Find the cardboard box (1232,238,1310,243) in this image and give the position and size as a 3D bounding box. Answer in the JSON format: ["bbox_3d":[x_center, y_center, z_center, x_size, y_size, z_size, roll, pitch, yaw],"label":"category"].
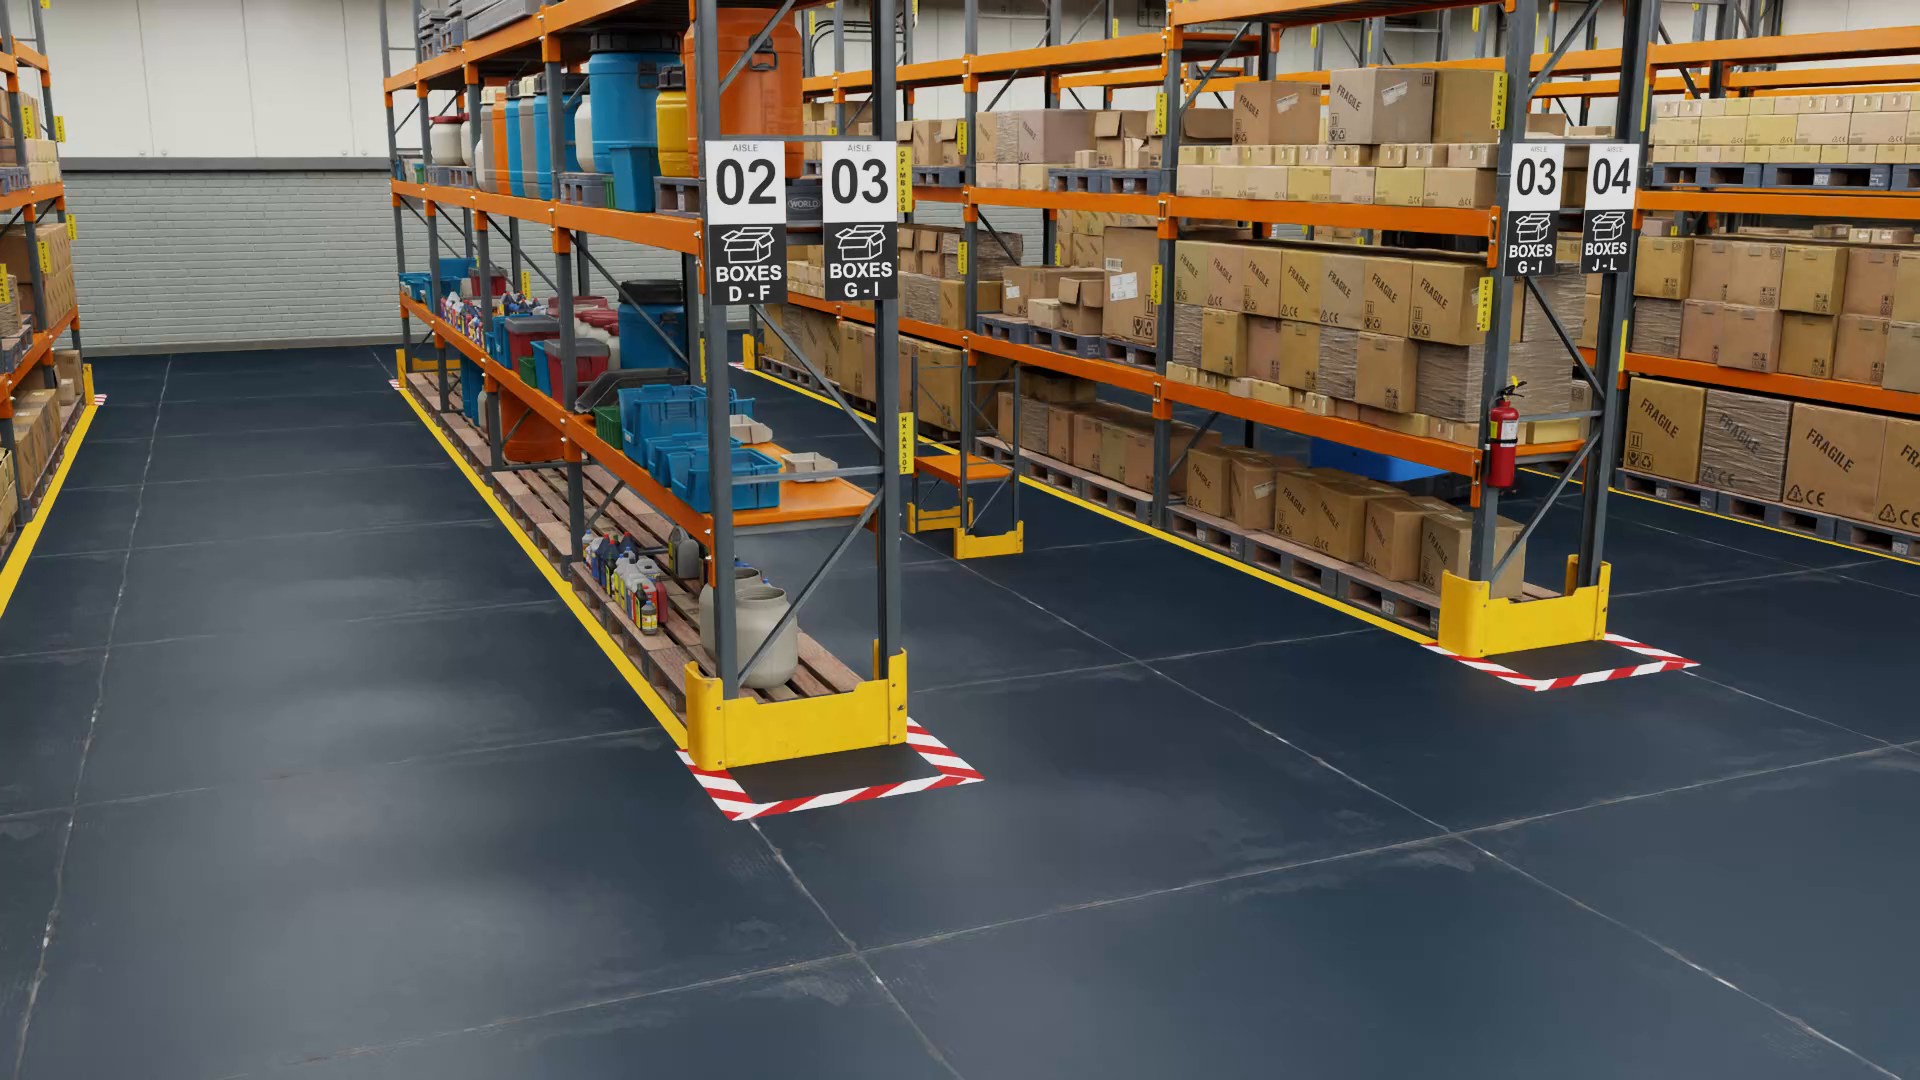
[{"bbox_3d":[2.568,-2.215,13.689,0.500,0.500,0.500,-6,14,-23],"label":"cardboard box"}]

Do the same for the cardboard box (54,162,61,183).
[{"bbox_3d":[-11.302,-4.494,20.313,0.500,0.250,0.500,-6,14,-23],"label":"cardboard box"}]

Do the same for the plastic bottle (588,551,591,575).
[{"bbox_3d":[-2.595,0.141,11.837,0.097,0.201,0.097,0,13,0],"label":"plastic bottle"}]

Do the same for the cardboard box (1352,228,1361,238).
[{"bbox_3d":[6.767,-5.176,27.142,0.500,0.500,0.500,-6,14,-23],"label":"cardboard box"}]

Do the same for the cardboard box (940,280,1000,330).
[{"bbox_3d":[0.109,-2.557,18.044,0.500,0.500,0.500,-5,14,-21],"label":"cardboard box"}]

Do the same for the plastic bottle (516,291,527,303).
[{"bbox_3d":[-4.865,-2.585,18.497,0.144,0.351,0.185,-6,14,-23],"label":"plastic bottle"}]

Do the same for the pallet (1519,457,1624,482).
[{"bbox_3d":[6.343,-0.824,16.960,1.003,0.211,1.213,-6,14,-23],"label":"pallet"}]

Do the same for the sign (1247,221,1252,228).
[{"bbox_3d":[4.023,-4.297,23.217,0.100,0.325,0.005,-6,14,-23],"label":"sign"}]

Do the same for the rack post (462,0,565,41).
[{"bbox_3d":[-3.270,-4.574,13.234,1.013,1.000,3.121,-6,14,-23],"label":"rack post"}]

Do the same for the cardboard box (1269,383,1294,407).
[{"bbox_3d":[2.559,-1.100,12.526,0.380,0.149,0.250,-6,14,-23],"label":"cardboard box"}]

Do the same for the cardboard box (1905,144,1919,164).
[{"bbox_3d":[7.575,-2.991,12.892,0.380,0.149,0.250,-5,14,-22],"label":"cardboard box"}]

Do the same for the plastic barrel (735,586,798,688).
[{"bbox_3d":[-1.134,0.550,9.428,0.421,0.512,0.421,0,13,0],"label":"plastic barrel"}]

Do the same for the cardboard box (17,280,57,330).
[{"bbox_3d":[-10.102,-2.540,17.970,0.500,0.500,0.500,-5,14,-21],"label":"cardboard box"}]

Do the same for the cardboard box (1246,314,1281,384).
[{"bbox_3d":[2.720,-1.497,12.803,0.875,0.500,0.500,-6,14,-23],"label":"cardboard box"}]

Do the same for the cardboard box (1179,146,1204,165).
[{"bbox_3d":[1.984,-3.090,13.365,0.380,0.149,0.250,-6,14,-25],"label":"cardboard box"}]

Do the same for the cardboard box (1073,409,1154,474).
[{"bbox_3d":[1.511,-0.944,15.862,0.700,0.500,0.500,-7,15,-28],"label":"cardboard box"}]

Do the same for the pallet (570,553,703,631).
[{"bbox_3d":[-2.172,0.346,11.907,1.003,0.211,1.213,-6,14,-23],"label":"pallet"}]

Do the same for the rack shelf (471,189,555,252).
[{"bbox_3d":[-3.204,-2.679,13.736,1.077,0.370,4.000,-6,14,-23],"label":"rack shelf"}]

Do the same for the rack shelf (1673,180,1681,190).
[{"bbox_3d":[8.812,-4.848,23.108,1.077,0.370,4.000,-6,14,-23],"label":"rack shelf"}]

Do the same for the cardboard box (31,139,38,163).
[{"bbox_3d":[-10.316,-4.219,18.019,0.500,0.250,0.500,-6,14,-23],"label":"cardboard box"}]

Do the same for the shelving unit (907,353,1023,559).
[{"bbox_3d":[0.031,-0.715,13.633,0.587,1.500,1.083,-6,14,-23],"label":"shelving unit"}]

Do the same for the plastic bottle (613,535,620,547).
[{"bbox_3d":[-2.425,0.114,11.774,0.061,0.283,0.133,-6,14,-23],"label":"plastic bottle"}]

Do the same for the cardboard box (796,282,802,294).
[{"bbox_3d":[-2.006,-3.432,22.602,0.380,0.149,0.250,-6,14,-24],"label":"cardboard box"}]

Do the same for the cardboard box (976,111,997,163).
[{"bbox_3d":[0.486,-4.062,16.786,0.500,0.500,0.500,-5,14,-22],"label":"cardboard box"}]

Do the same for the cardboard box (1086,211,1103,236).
[{"bbox_3d":[2.246,-4.860,25.116,0.500,0.500,0.500,-6,14,-24],"label":"cardboard box"}]

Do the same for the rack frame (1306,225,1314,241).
[{"bbox_3d":[6.409,-4.977,28.721,1.000,3.000,0.127,-6,14,-23],"label":"rack frame"}]

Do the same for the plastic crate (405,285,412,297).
[{"bbox_3d":[-7.088,-3.240,21.670,0.250,0.136,0.298,-6,14,-23],"label":"plastic crate"}]

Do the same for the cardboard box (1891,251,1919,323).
[{"bbox_3d":[7.905,-1.988,13.079,0.875,0.550,0.550,-6,14,-23],"label":"cardboard box"}]

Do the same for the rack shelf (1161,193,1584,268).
[{"bbox_3d":[2.937,-2.300,12.099,1.077,0.370,4.000,-6,14,-23],"label":"rack shelf"}]

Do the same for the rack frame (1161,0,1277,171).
[{"bbox_3d":[2.136,-4.525,13.465,1.000,3.000,0.127,-6,14,-23],"label":"rack frame"}]

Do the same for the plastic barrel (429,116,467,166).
[{"bbox_3d":[-5.626,-4.409,18.381,0.433,0.535,0.433,0,13,0],"label":"plastic barrel"}]

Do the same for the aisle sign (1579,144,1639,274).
[{"bbox_3d":[4.038,-2.057,10.339,0.394,0.787,0.004,-6,14,-23],"label":"aisle sign"}]

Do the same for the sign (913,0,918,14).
[{"bbox_3d":[-0.576,-6.723,20.714,0.100,0.325,0.005,-6,14,-23],"label":"sign"}]

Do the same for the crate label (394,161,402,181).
[{"bbox_3d":[-7.136,-4.803,21.649,0.408,0.251,0.502,-6,14,-23],"label":"crate label"}]

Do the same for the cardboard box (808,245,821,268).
[{"bbox_3d":[-1.695,-3.867,21.936,0.500,0.500,0.500,-5,14,-22],"label":"cardboard box"}]

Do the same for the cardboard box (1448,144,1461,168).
[{"bbox_3d":[3.344,-2.452,10.608,0.380,0.149,0.250,-6,14,-25],"label":"cardboard box"}]

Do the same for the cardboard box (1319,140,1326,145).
[{"bbox_3d":[4.445,-4.563,20.060,0.500,0.500,0.500,-6,14,-23],"label":"cardboard box"}]

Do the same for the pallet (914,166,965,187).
[{"bbox_3d":[0.227,-3.926,17.949,1.213,0.211,1.003,-5,14,-20],"label":"pallet"}]

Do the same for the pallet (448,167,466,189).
[{"bbox_3d":[-4.747,-3.790,17.360,1.003,0.211,1.213,-6,14,-23],"label":"pallet"}]

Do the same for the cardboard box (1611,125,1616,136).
[{"bbox_3d":[9.043,-5.226,21.992,0.700,0.500,0.500,-6,15,-26],"label":"cardboard box"}]

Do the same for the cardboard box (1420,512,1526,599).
[{"bbox_3d":[3.503,0.107,11.369,0.500,0.500,0.500,-3,13,-13],"label":"cardboard box"}]

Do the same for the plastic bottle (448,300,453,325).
[{"bbox_3d":[-5.603,-2.513,18.361,0.097,0.271,0.097,0,13,0],"label":"plastic bottle"}]

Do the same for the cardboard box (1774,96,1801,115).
[{"bbox_3d":[7.066,-3.642,13.935,0.380,0.149,0.250,-6,14,-23],"label":"cardboard box"}]

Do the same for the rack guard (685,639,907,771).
[{"bbox_3d":[-0.874,0.878,8.969,1.175,0.500,0.348,-6,14,-23],"label":"rack guard"}]

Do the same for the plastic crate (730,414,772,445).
[{"bbox_3d":[-1.520,-0.714,10.887,0.530,0.136,0.437,-6,14,-23],"label":"plastic crate"}]

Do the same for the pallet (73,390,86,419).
[{"bbox_3d":[-11.399,-1.649,20.526,1.003,0.211,1.213,-6,14,-23],"label":"pallet"}]

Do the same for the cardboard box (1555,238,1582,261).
[{"bbox_3d":[6.309,-2.774,16.762,0.700,0.500,0.500,-6,14,-24],"label":"cardboard box"}]

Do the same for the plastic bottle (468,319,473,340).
[{"bbox_3d":[-4.953,-2.144,16.920,0.097,0.201,0.097,0,13,0],"label":"plastic bottle"}]

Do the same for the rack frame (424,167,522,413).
[{"bbox_3d":[-5.607,-2.808,19.350,1.000,3.000,0.127,-6,14,-23],"label":"rack frame"}]

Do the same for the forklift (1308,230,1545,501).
[{"bbox_3d":[4.707,-1.931,15.712,3.031,2.935,1.130,-10,16,-37],"label":"forklift"}]

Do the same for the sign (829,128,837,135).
[{"bbox_3d":[-1.577,-4.957,20.659,0.100,0.325,0.005,-6,14,-23],"label":"sign"}]

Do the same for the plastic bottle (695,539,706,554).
[{"bbox_3d":[-1.804,0.068,11.824,0.144,0.351,0.185,-6,15,-26],"label":"plastic bottle"}]

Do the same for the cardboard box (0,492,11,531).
[{"bbox_3d":[-7.901,-0.207,13.279,0.500,0.250,0.500,-6,14,-24],"label":"cardboard box"}]

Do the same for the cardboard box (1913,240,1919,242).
[{"bbox_3d":[10.904,-3.225,19.340,0.500,0.500,0.500,-6,14,-23],"label":"cardboard box"}]

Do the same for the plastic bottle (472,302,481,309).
[{"bbox_3d":[-5.260,-2.440,18.034,0.152,0.276,0.135,-6,14,-23],"label":"plastic bottle"}]

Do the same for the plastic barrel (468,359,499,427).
[{"bbox_3d":[-5.121,-1.730,18.414,0.600,0.901,0.708,-6,14,-23],"label":"plastic barrel"}]

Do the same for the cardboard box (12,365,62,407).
[{"bbox_3d":[-10.904,-1.747,19.327,0.797,0.503,0.637,-6,14,-23],"label":"cardboard box"}]

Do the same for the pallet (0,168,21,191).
[{"bbox_3d":[-9.532,-3.376,15.569,1.213,0.211,1.003,-6,14,-23],"label":"pallet"}]
